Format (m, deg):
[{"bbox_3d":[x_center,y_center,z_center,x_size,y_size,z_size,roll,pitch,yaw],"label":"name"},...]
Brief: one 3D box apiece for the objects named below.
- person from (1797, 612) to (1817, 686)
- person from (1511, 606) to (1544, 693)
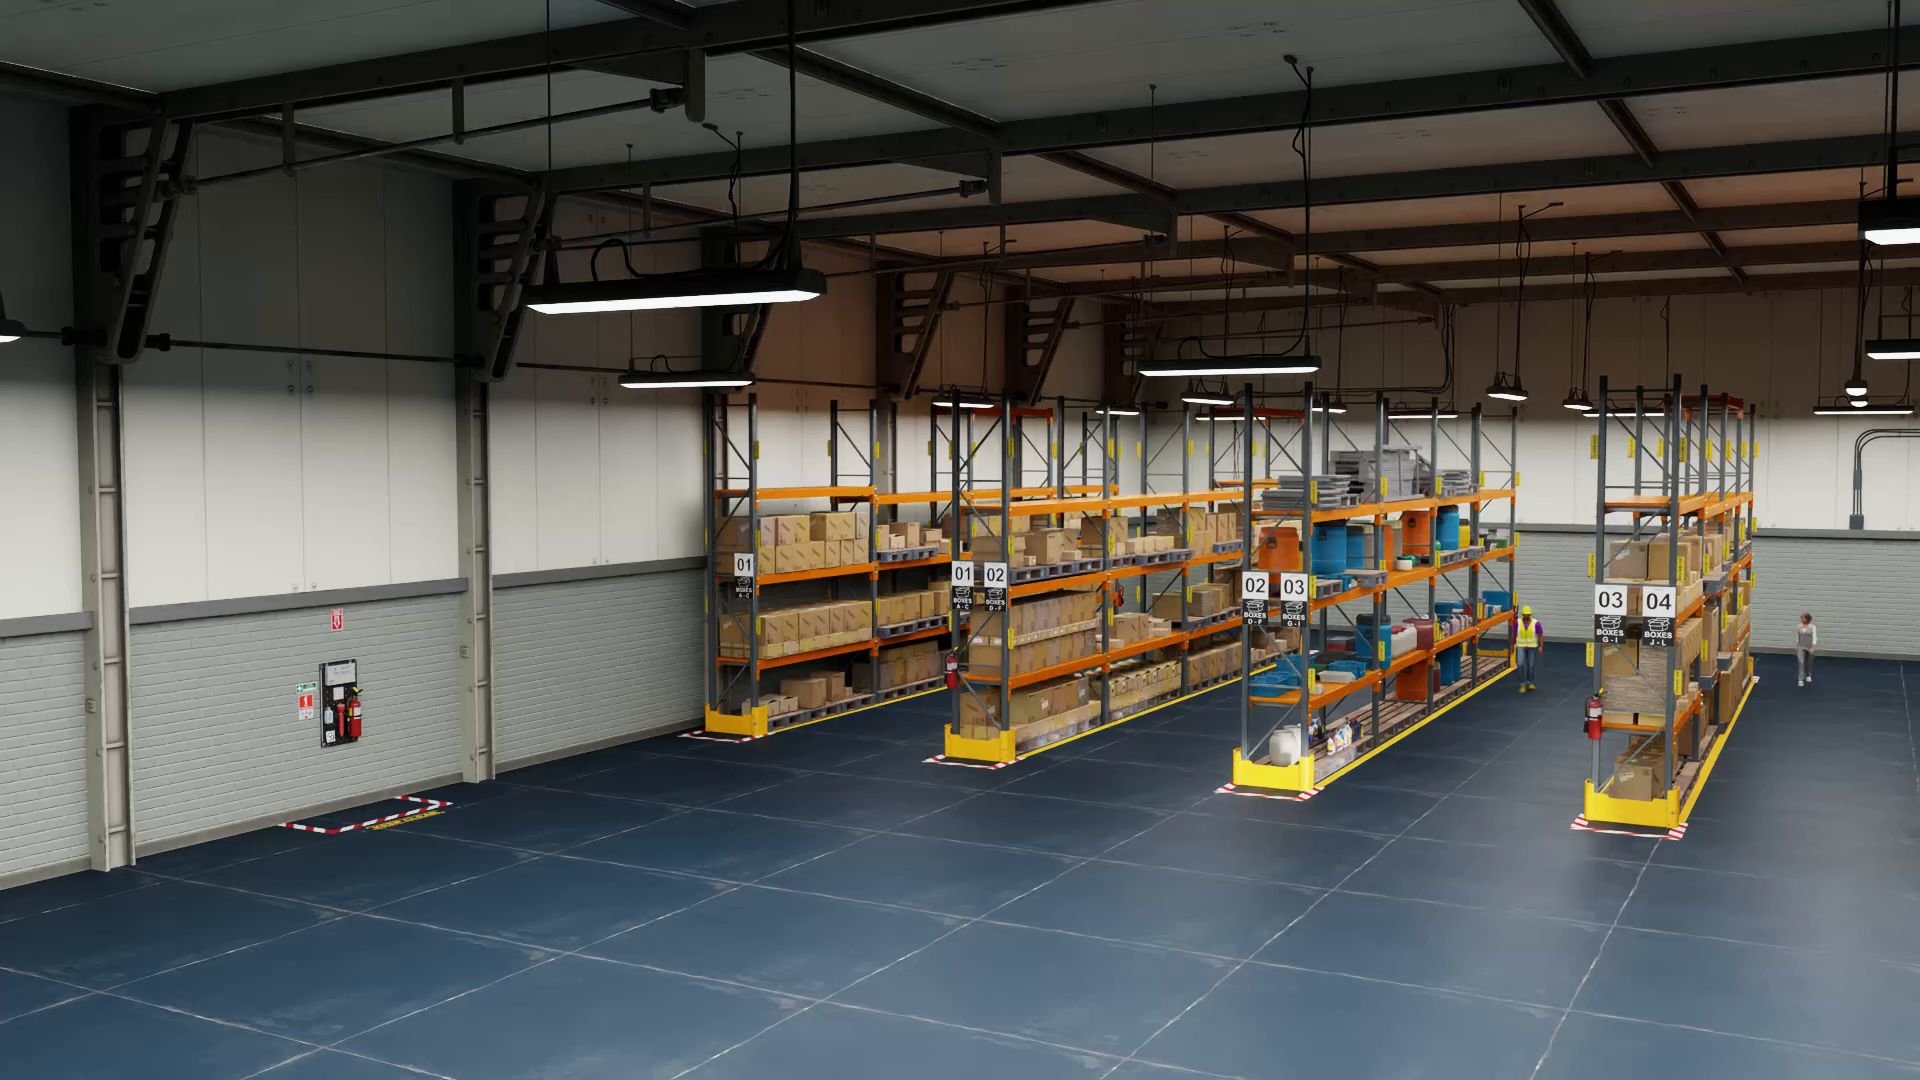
[{"bbox_3d":[17.942,2.303,35.239,0.379,1.540,0.972,2,3,27],"label":"person"},{"bbox_3d":[11.789,2.266,34.555,0.646,1.805,0.587,1,3,23],"label":"person"}]
